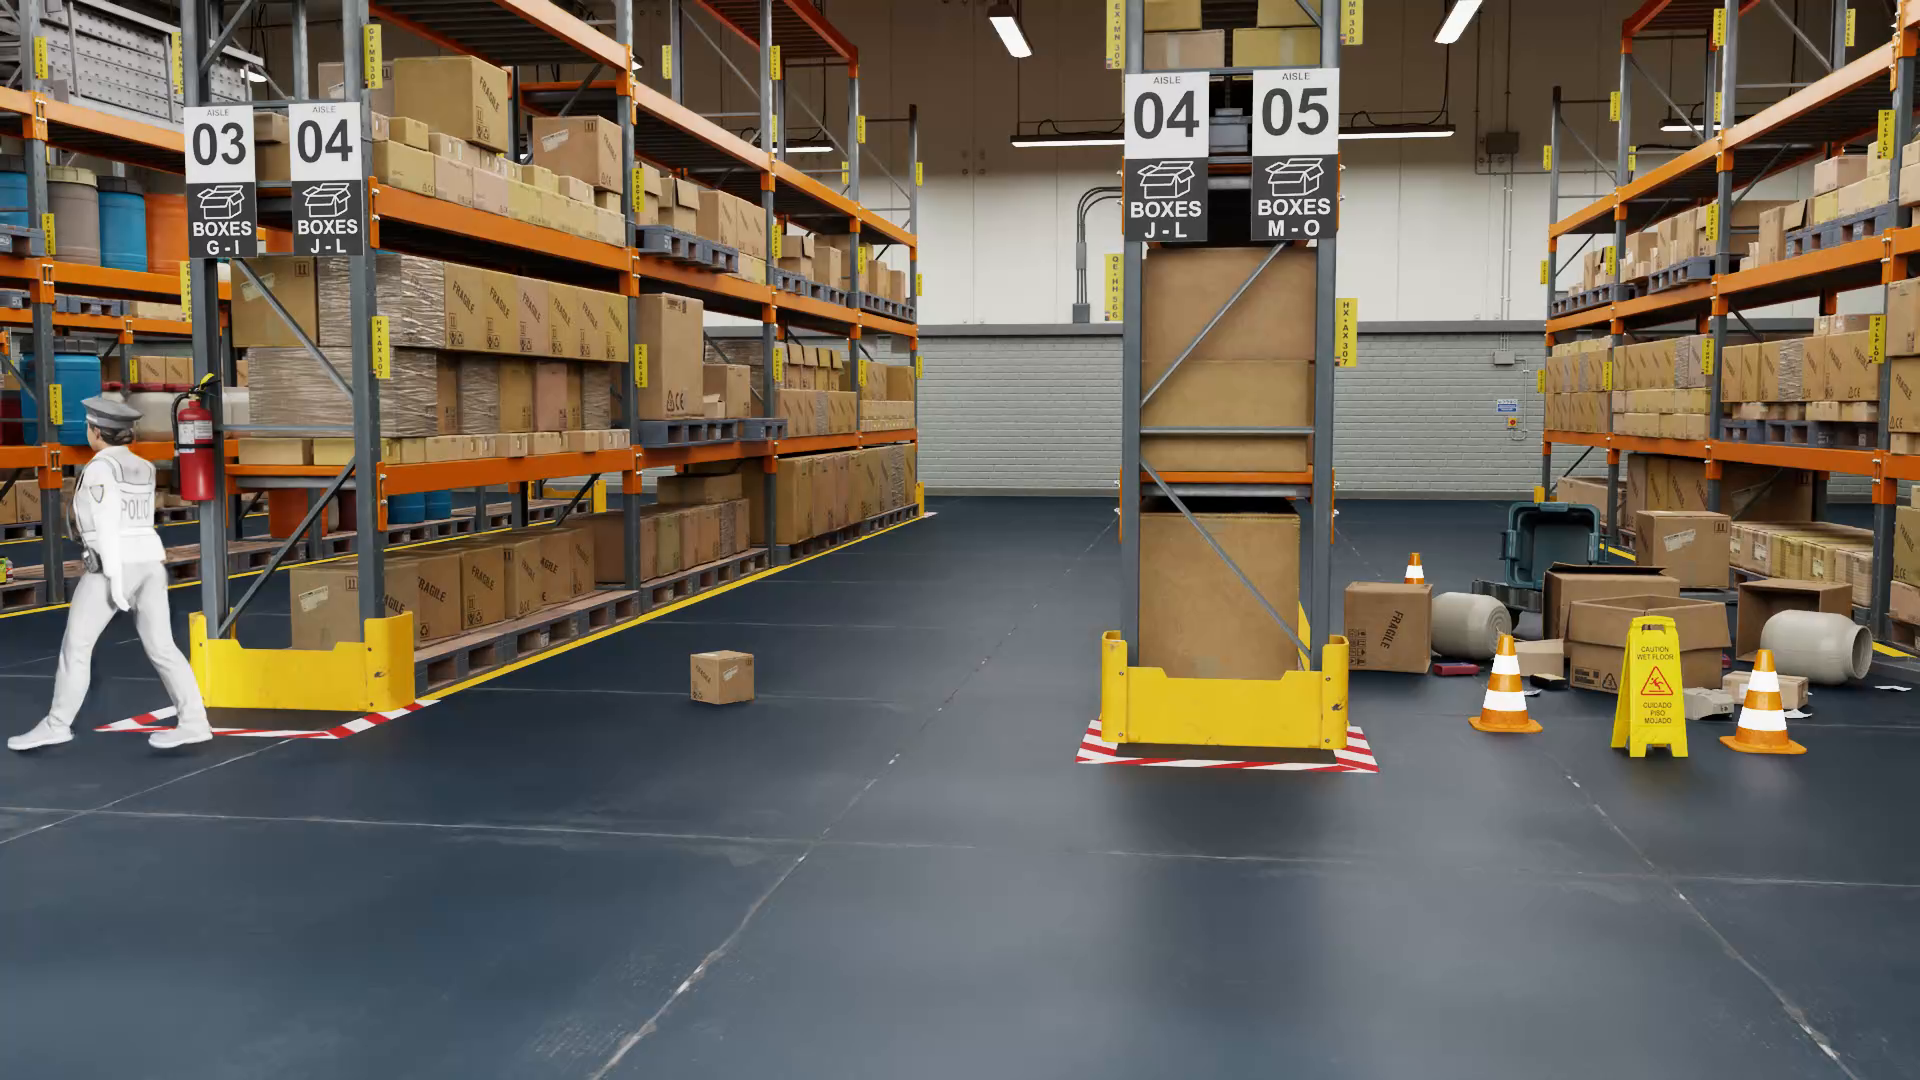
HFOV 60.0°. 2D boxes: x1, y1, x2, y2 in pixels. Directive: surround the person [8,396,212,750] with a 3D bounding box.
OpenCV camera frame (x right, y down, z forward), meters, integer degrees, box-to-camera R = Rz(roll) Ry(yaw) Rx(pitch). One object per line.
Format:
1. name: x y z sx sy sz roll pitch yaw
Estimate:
1. person: -3.960 0.147 7.796 0.913 1.635 0.517 1 5 14
